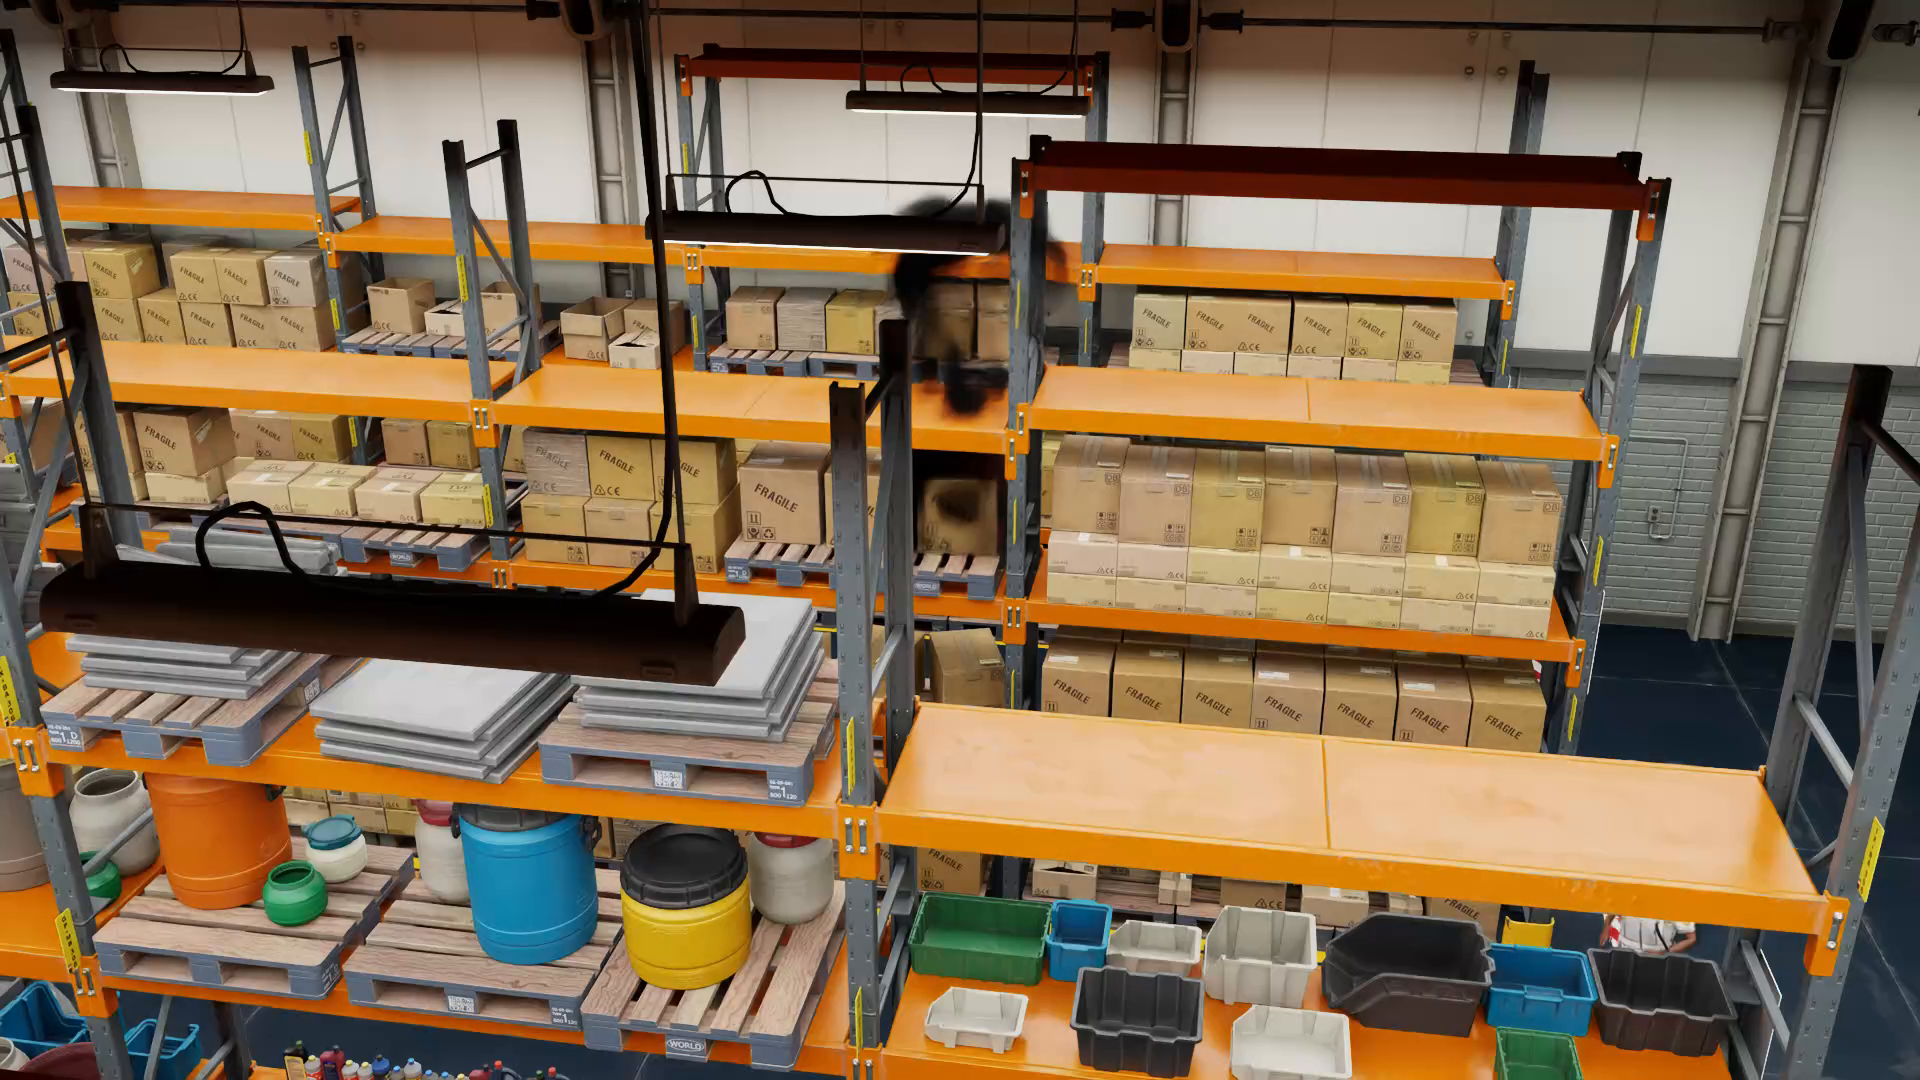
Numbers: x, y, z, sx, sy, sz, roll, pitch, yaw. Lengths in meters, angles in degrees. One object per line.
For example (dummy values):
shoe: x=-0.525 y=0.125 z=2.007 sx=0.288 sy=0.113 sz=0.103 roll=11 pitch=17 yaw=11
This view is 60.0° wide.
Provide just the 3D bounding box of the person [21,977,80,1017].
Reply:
person: x=-6.559 y=2.890 z=11.475 sx=1.028 sy=1.733 sz=0.699 roll=7 pitch=24 yaw=15

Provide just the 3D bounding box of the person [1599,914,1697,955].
person: x=4.645 y=2.898 z=11.360 sx=0.620 sy=1.650 sz=0.887 roll=15 pitch=27 yaw=31
